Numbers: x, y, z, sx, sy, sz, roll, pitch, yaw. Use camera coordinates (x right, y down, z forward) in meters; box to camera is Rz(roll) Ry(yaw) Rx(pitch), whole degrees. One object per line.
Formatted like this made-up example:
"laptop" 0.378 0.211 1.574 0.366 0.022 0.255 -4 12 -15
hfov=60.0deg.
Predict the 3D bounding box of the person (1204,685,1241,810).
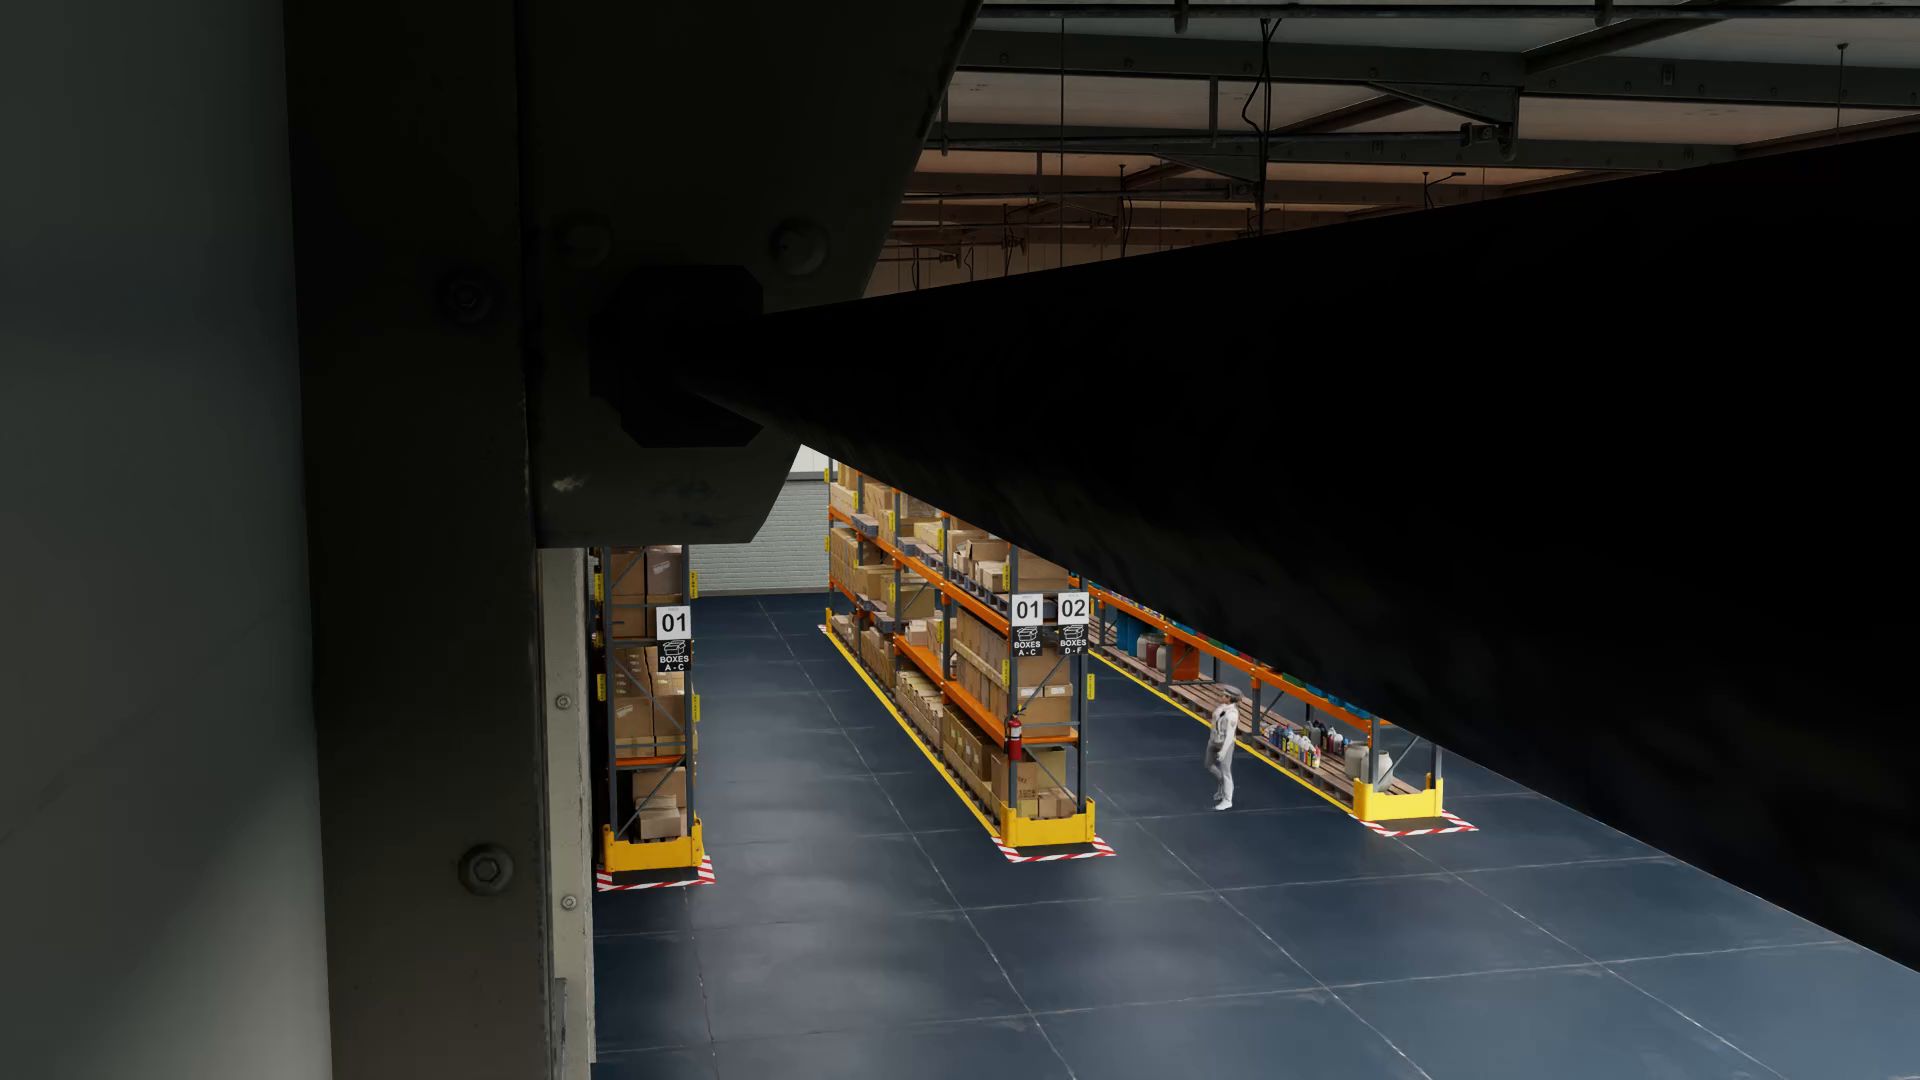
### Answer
"person" 3.587 2.797 22.742 0.440 1.687 0.582 -3 7 -23
